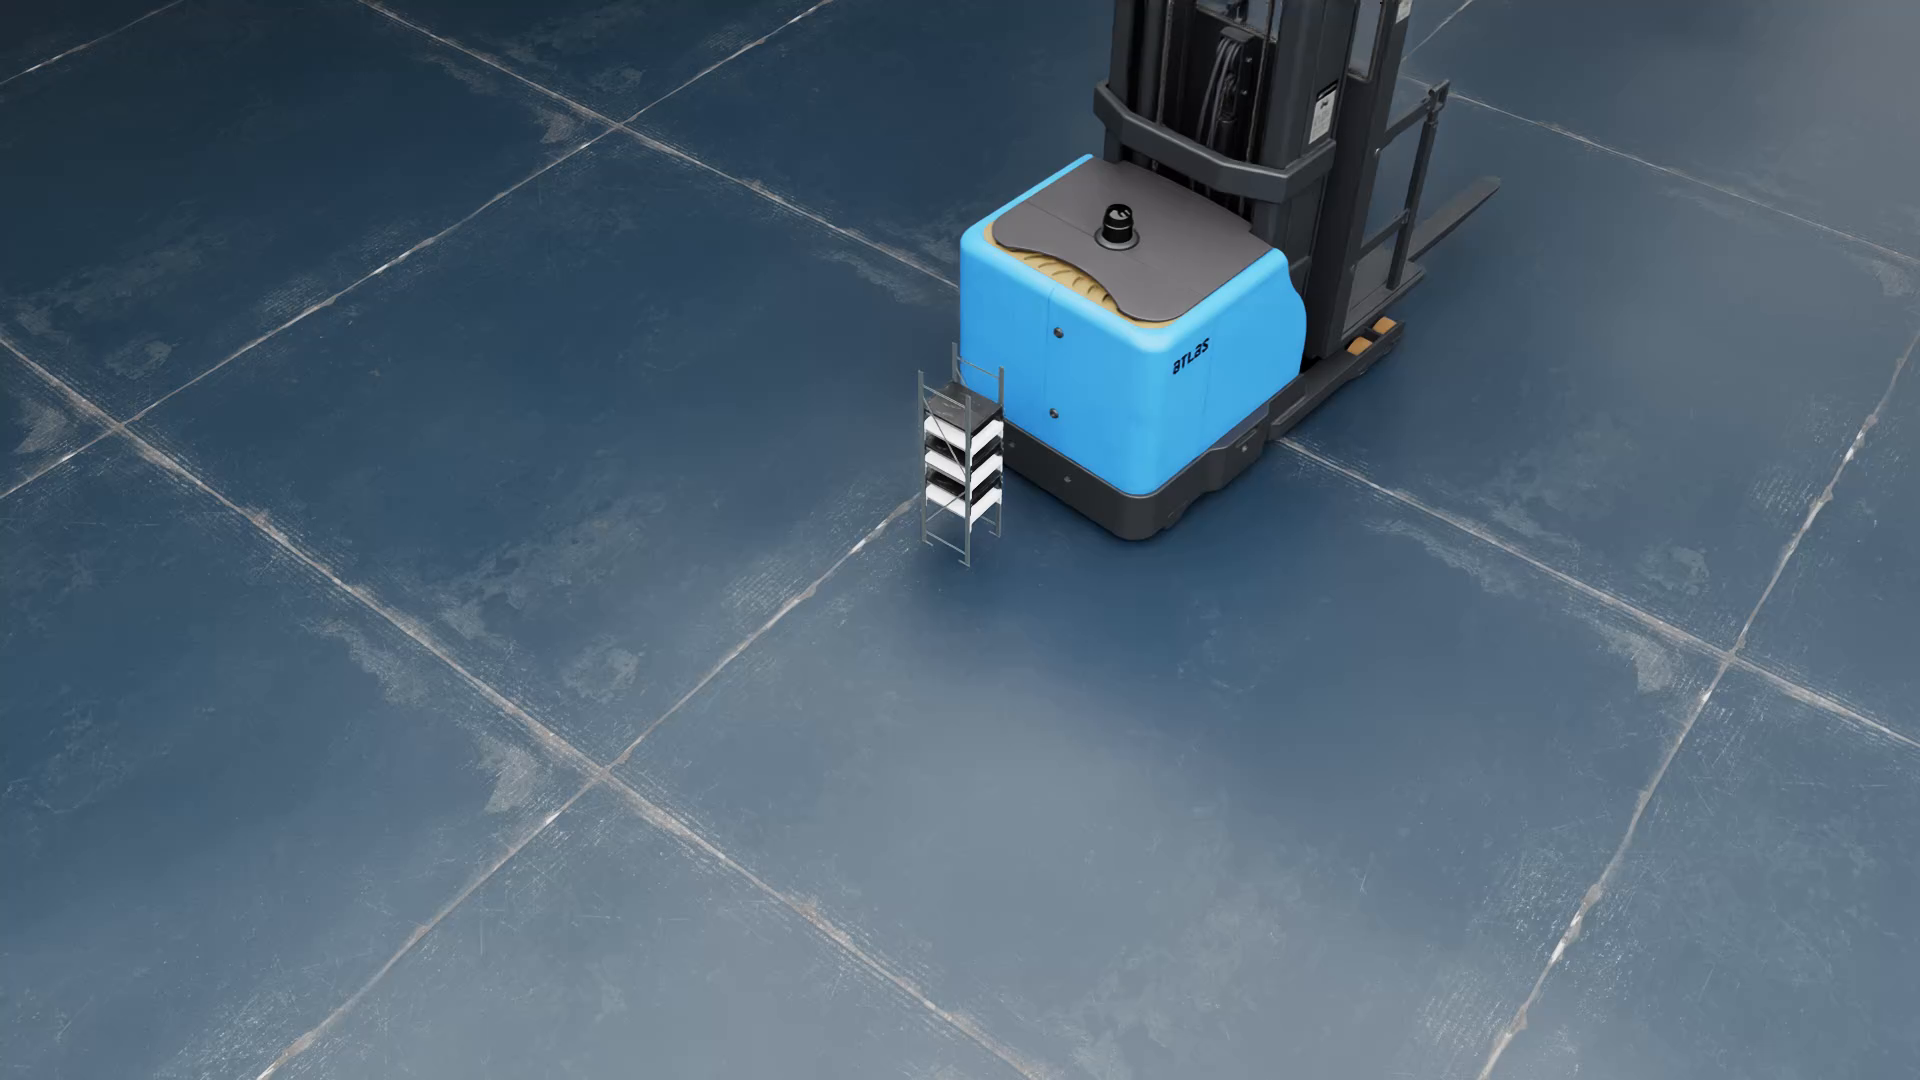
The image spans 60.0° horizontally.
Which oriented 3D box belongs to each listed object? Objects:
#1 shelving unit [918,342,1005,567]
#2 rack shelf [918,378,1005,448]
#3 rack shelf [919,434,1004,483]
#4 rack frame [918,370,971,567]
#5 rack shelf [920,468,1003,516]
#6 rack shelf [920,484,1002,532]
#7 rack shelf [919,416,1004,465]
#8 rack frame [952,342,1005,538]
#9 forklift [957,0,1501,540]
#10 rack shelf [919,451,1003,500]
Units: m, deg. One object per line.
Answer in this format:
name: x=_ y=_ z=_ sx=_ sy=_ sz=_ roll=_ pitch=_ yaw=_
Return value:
shelving unit: x=0.005 y=-0.315 z=6.429 sx=0.258 sy=0.900 sz=0.210 roll=29 pitch=53 yaw=25
rack shelf: x=0.005 y=-0.479 z=6.258 sx=0.258 sy=0.077 sz=0.200 roll=29 pitch=53 yaw=25
rack shelf: x=0.005 y=-0.355 z=6.388 sx=0.258 sy=0.077 sz=0.200 roll=29 pitch=53 yaw=25
rack frame: x=-0.057 y=-0.257 z=6.373 sx=0.240 sy=0.900 sz=0.006 roll=29 pitch=53 yaw=25
rack shelf: x=0.005 y=-0.230 z=6.518 sx=0.258 sy=0.077 sz=0.200 roll=29 pitch=53 yaw=25
rack shelf: x=0.005 y=-0.168 z=6.583 sx=0.258 sy=0.077 sz=0.200 roll=29 pitch=53 yaw=25
rack shelf: x=0.005 y=-0.417 z=6.323 sx=0.258 sy=0.077 sz=0.200 roll=29 pitch=53 yaw=25
rack frame: x=0.067 y=-0.374 z=6.485 sx=0.240 sy=0.900 sz=0.006 roll=29 pitch=53 yaw=25
forklift: x=1.363 y=-1.985 z=6.619 sx=1.130 sy=2.935 sz=3.031 roll=34 pitch=55 yaw=28
rack shelf: x=0.005 y=-0.292 z=6.453 sx=0.258 sy=0.077 sz=0.200 roll=29 pitch=53 yaw=25
